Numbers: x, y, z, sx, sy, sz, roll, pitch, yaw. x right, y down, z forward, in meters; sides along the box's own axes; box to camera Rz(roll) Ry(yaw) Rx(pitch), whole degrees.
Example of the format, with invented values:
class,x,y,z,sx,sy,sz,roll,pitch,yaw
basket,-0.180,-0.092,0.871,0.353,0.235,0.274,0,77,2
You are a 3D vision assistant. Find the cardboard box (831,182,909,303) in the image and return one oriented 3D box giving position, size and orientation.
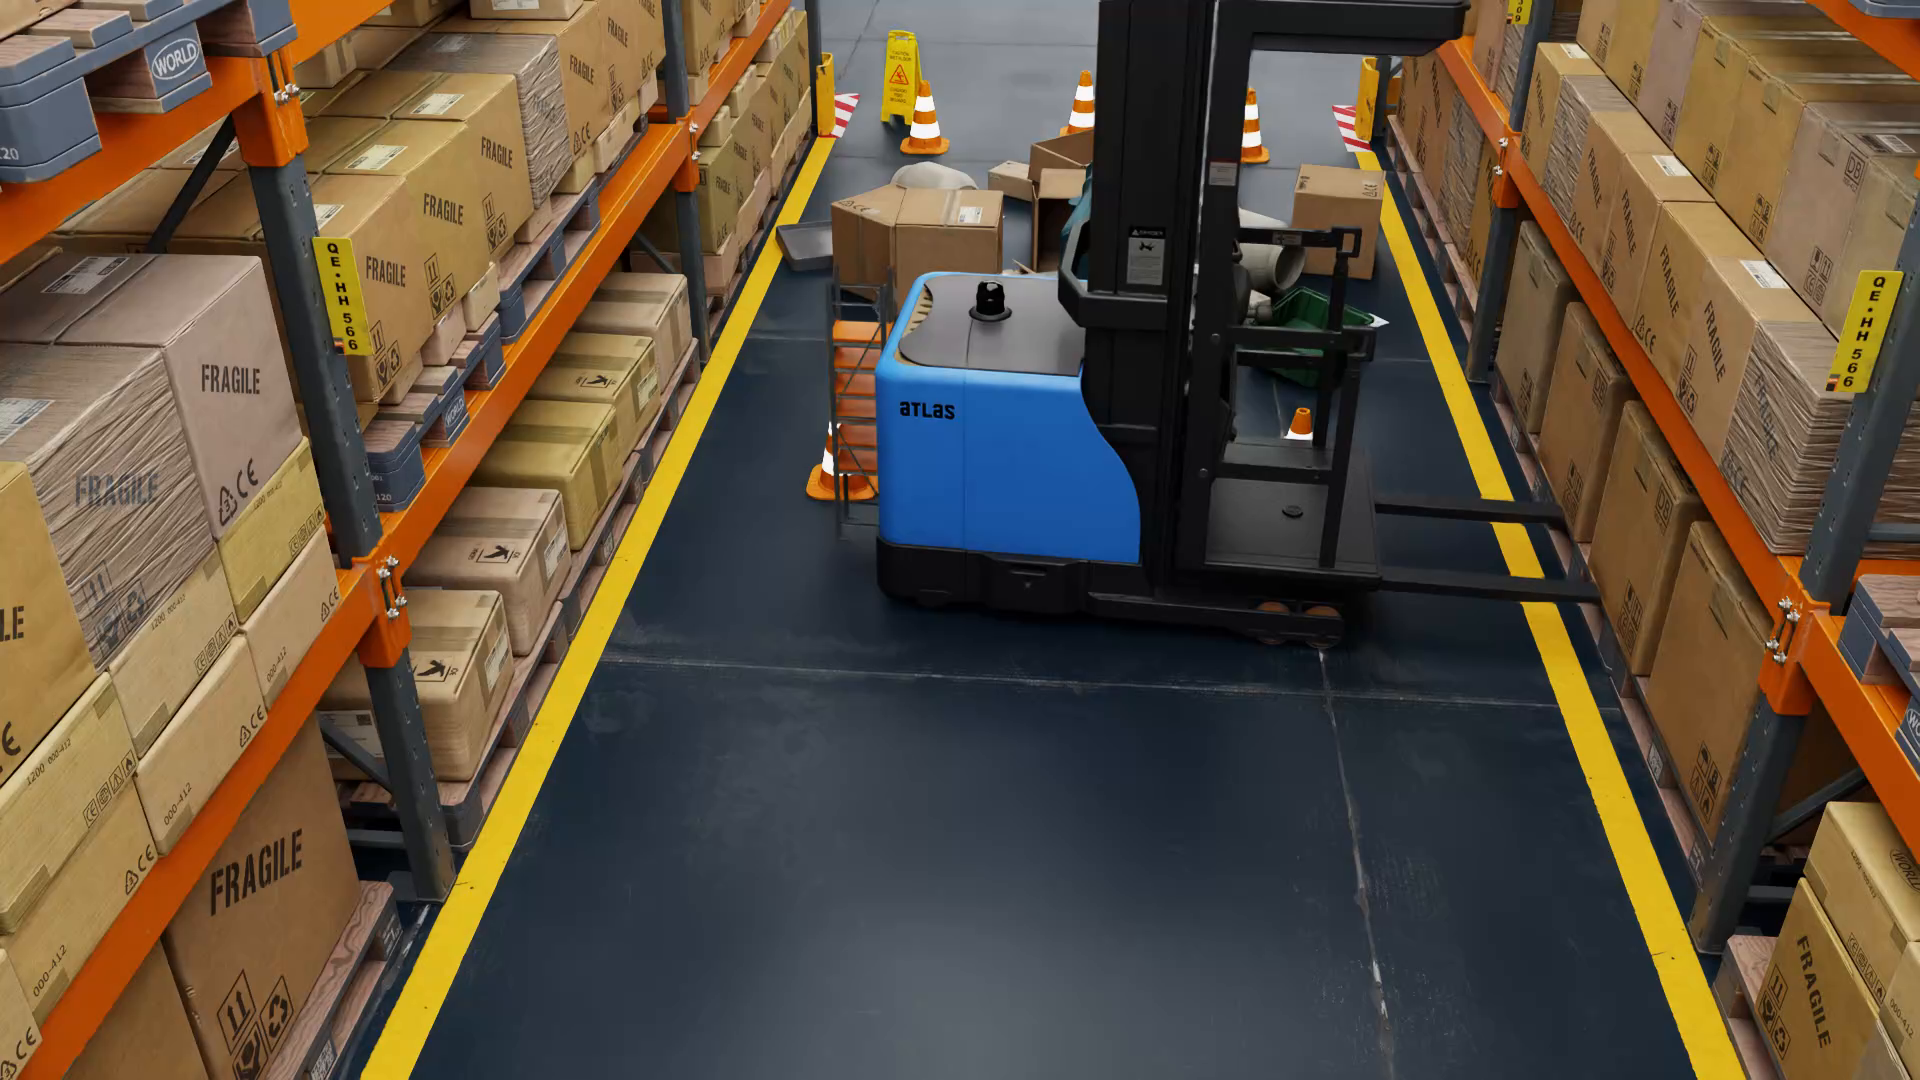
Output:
class,x,y,z,sx,sy,sz,roll,pitch,yaw
cardboard box,-0.381,-1.688,9.510,0.500,0.500,0.500,27,41,37

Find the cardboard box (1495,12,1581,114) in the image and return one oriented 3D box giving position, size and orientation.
class,x,y,z,sx,sy,sz,roll,pitch,yaw
cardboard box,3.136,-2.347,8.057,0.875,0.550,0.550,2,32,4

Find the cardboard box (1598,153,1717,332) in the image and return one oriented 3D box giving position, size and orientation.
class,x,y,z,sx,sy,sz,roll,pitch,yaw
cardboard box,2.681,-1.078,6.046,0.500,0.500,0.500,3,32,5

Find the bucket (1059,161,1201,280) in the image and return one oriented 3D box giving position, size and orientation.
class,x,y,z,sx,sy,sz,roll,pitch,yaw
bucket,0.831,-1.513,8.518,0.726,0.611,0.620,14,44,21

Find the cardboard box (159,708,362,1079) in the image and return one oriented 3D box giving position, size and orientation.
class,x,y,z,sx,sy,sz,roll,pitch,yaw
cardboard box,-2.289,0.926,4.513,0.875,0.875,0.875,2,32,4

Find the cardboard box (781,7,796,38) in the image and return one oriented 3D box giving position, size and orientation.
class,x,y,z,sx,sy,sz,roll,pitch,yaw
cardboard box,-1.267,-3.319,10.664,0.380,0.149,0.250,3,32,5

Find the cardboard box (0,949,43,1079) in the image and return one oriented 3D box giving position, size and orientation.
class,x,y,z,sx,sy,sz,roll,pitch,yaw
cardboard box,-2.028,0.980,2.943,0.500,0.250,0.500,2,32,3

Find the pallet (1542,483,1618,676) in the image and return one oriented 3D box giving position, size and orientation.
class,x,y,z,sx,sy,sz,roll,pitch,yaw
pallet,3.033,0.143,6.816,1.003,0.211,1.213,2,32,4

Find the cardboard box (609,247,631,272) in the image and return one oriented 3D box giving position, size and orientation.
class,x,y,z,sx,sy,sz,roll,pitch,yaw
cardboard box,-2.044,-1.578,9.171,0.500,0.250,0.500,4,32,6

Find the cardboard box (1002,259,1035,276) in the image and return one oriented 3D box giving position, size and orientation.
class,x,y,z,sx,sy,sz,roll,pitch,yaw
cardboard box,0.381,-1.419,9.300,0.258,0.266,0.396,-20,37,-29

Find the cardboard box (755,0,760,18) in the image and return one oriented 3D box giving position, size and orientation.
class,x,y,z,sx,sy,sz,roll,pitch,yaw
cardboard box,-1.373,-3.094,9.651,0.380,0.149,0.250,2,32,4

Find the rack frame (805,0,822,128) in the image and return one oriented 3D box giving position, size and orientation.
class,x,y,z,sx,sy,sz,roll,pitch,yaw
rack frame,-1.499,-4.340,11.434,1.000,3.000,0.127,2,32,4

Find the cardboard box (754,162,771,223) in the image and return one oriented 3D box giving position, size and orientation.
class,x,y,z,sx,sy,sz,roll,pitch,yaw
cardboard box,-1.434,-2.111,10.037,0.500,0.250,0.500,2,32,3

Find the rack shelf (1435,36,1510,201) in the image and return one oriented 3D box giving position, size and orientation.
class,x,y,z,sx,sy,sz,roll,pitch,yaw
rack shelf,3.280,-2.830,9.668,1.077,0.370,4.000,2,32,4

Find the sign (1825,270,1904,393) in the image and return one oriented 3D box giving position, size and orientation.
class,x,y,z,sx,sy,sz,roll,pitch,yaw
sign,2.238,-0.513,4.121,0.100,0.325,0.005,2,32,4

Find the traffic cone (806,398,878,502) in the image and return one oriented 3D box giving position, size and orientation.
class,x,y,z,sx,sy,sz,roll,pitch,yaw
traffic cone,-0.530,-0.461,7.556,0.336,0.463,0.334,2,32,4

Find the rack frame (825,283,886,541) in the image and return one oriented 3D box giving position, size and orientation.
class,x,y,z,sx,sy,sz,roll,pitch,yaw
rack frame,-0.417,-0.505,6.925,0.240,1.200,0.006,4,32,6

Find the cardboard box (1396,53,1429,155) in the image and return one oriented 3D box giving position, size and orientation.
class,x,y,z,sx,sy,sz,roll,pitch,yaw
cardboard box,3.454,-3.099,11.044,0.875,0.875,0.875,3,32,4

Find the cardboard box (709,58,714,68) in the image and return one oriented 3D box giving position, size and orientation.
class,x,y,z,sx,sy,sz,roll,pitch,yaw
cardboard box,-1.519,-2.567,8.796,0.380,0.149,0.250,2,32,4

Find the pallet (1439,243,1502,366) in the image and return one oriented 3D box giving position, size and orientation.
class,x,y,z,sx,sy,sz,roll,pitch,yaw
pallet,3.257,-1.297,9.154,1.003,0.211,1.213,2,32,4

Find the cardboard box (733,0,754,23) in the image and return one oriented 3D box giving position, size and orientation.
class,x,y,z,sx,sy,sz,roll,pitch,yaw
cardboard box,-1.439,-3.162,9.142,0.500,0.500,0.500,2,32,4

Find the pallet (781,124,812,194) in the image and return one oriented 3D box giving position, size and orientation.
class,x,y,z,sx,sy,sz,roll,pitch,yaw
pallet,-1.606,-2.690,11.414,1.003,0.211,1.213,2,32,4

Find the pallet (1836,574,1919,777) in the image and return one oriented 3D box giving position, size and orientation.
class,x,y,z,sx,sy,sz,roll,pitch,yaw
pallet,2.840,0.460,3.827,1.213,0.211,1.003,2,32,4

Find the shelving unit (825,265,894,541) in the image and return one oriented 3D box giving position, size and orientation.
class,x,y,z,sx,sy,sz,roll,pitch,yaw
shelving unit,-0.405,-0.552,7.002,0.258,1.200,0.189,4,32,6

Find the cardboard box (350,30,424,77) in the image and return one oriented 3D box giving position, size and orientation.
class,x,y,z,sx,sy,sz,roll,pitch,yaw
cardboard box,-2.273,-1.575,6.167,0.500,0.500,0.500,1,32,2

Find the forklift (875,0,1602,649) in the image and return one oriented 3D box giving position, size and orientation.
class,x,y,z,sx,sy,sz,roll,pitch,yaw
forklift,1.223,-1.120,6.273,3.031,2.935,1.130,5,32,7

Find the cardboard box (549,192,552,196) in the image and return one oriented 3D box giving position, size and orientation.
class,x,y,z,sx,sy,sz,roll,pitch,yaw
cardboard box,-1.812,-1.374,6.459,0.380,0.149,0.250,1,32,2

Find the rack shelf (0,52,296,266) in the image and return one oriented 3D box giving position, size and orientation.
class,x,y,z,sx,sy,sz,roll,pitch,yaw
rack shelf,-2.313,-0.082,2.351,1.077,0.370,4.000,2,32,4

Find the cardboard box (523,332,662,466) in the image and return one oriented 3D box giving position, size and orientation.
class,x,y,z,sx,sy,sz,roll,pitch,yaw
cardboard box,-1.920,-0.658,7.564,0.950,0.372,0.625,4,32,7

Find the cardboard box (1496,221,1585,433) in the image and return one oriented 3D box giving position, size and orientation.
class,x,y,z,sx,sy,sz,roll,pitch,yaw
cardboard box,3.157,-0.983,7.730,1.050,0.750,0.750,2,32,4

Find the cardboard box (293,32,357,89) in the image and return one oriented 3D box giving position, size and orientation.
class,x,y,z,sx,sy,sz,roll,pitch,yaw
cardboard box,-2.298,-1.649,5.669,0.380,0.149,0.250,1,32,2

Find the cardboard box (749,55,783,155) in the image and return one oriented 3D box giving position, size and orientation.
class,x,y,z,sx,sy,sz,roll,pitch,yaw
cardboard box,-1.391,-2.701,10.280,0.500,0.500,0.500,2,32,3

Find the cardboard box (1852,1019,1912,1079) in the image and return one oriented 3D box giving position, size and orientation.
class,x,y,z,sx,sy,sz,roll,pitch,yaw
cardboard box,2.443,1.509,3.925,0.500,0.500,0.500,3,32,5

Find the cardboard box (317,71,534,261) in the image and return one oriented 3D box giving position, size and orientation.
class,x,y,z,sx,sy,sz,roll,pitch,yaw
cardboard box,-1.811,-1.281,5.691,0.500,0.500,0.500,3,32,5

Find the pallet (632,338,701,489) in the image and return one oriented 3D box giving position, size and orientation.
class,x,y,z,sx,sy,sz,roll,pitch,yaw
pallet,-1.886,-0.655,8.111,1.003,0.211,1.213,2,32,4

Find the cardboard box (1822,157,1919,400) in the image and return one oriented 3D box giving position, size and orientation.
class,x,y,z,sx,sy,sz,roll,pitch,yaw
cardboard box,2.838,-0.701,4.480,0.700,0.500,0.500,2,32,4

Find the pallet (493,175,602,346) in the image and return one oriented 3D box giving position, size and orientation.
class,x,y,z,sx,sy,sz,roll,pitch,yaw
pallet,-2.030,-1.112,6.379,1.003,0.211,1.213,2,32,4

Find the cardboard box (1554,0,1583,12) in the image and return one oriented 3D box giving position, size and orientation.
class,x,y,z,sx,sy,sz,roll,pitch,yaw
cardboard box,3.182,-2.805,7.771,0.875,0.550,0.550,2,32,4

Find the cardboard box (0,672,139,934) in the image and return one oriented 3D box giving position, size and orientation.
class,x,y,z,sx,sy,sz,roll,pitch,yaw
cardboard box,-1.995,0.495,3.254,0.500,0.250,0.500,2,32,3

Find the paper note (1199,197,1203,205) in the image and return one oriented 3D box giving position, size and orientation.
class,x,y,z,sx,sy,sz,roll,pitch,yaw
paper note,1.627,-2.191,10.779,0.144,0.017,0.142,14,34,21

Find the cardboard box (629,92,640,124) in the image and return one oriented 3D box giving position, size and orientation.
class,x,y,z,sx,sy,sz,roll,pitch,yaw
cardboard box,-1.630,-1.903,7.317,0.380,0.149,0.250,2,32,3

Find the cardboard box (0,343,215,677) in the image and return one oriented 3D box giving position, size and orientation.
class,x,y,z,sx,sy,sz,roll,pitch,yaw
cardboard box,-1.965,-0.075,3.465,0.500,0.500,0.500,3,32,5

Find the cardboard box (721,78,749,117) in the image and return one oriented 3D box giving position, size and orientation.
class,x,y,z,sx,sy,sz,roll,pitch,yaw
cardboard box,-1.397,-2.481,9.304,0.380,0.149,0.250,4,32,6

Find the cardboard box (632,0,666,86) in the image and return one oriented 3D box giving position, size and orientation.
class,x,y,z,sx,sy,sz,roll,pitch,yaw
cardboard box,-1.633,-2.345,7.418,0.500,0.500,0.500,2,32,3

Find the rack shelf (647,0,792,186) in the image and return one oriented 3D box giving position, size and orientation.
class,x,y,z,sx,sy,sz,roll,pitch,yaw
rack shelf,-1.661,-2.988,9.926,1.077,0.370,4.000,2,32,4

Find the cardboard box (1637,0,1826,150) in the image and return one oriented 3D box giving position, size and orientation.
class,x,y,z,sx,sy,sz,roll,pitch,yaw
cardboard box,3.002,-1.765,6.207,0.700,0.500,0.500,3,32,4

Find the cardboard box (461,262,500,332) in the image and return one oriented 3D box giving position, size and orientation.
class,x,y,z,sx,sy,sz,roll,pitch,yaw
cardboard box,-1.770,-0.821,5.563,0.380,0.149,0.250,3,32,4

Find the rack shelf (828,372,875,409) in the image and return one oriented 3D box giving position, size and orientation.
class,x,y,z,sx,sy,sz,roll,pitch,yaw
rack shelf,-0.405,-0.617,6.963,0.258,0.103,0.180,4,32,6
